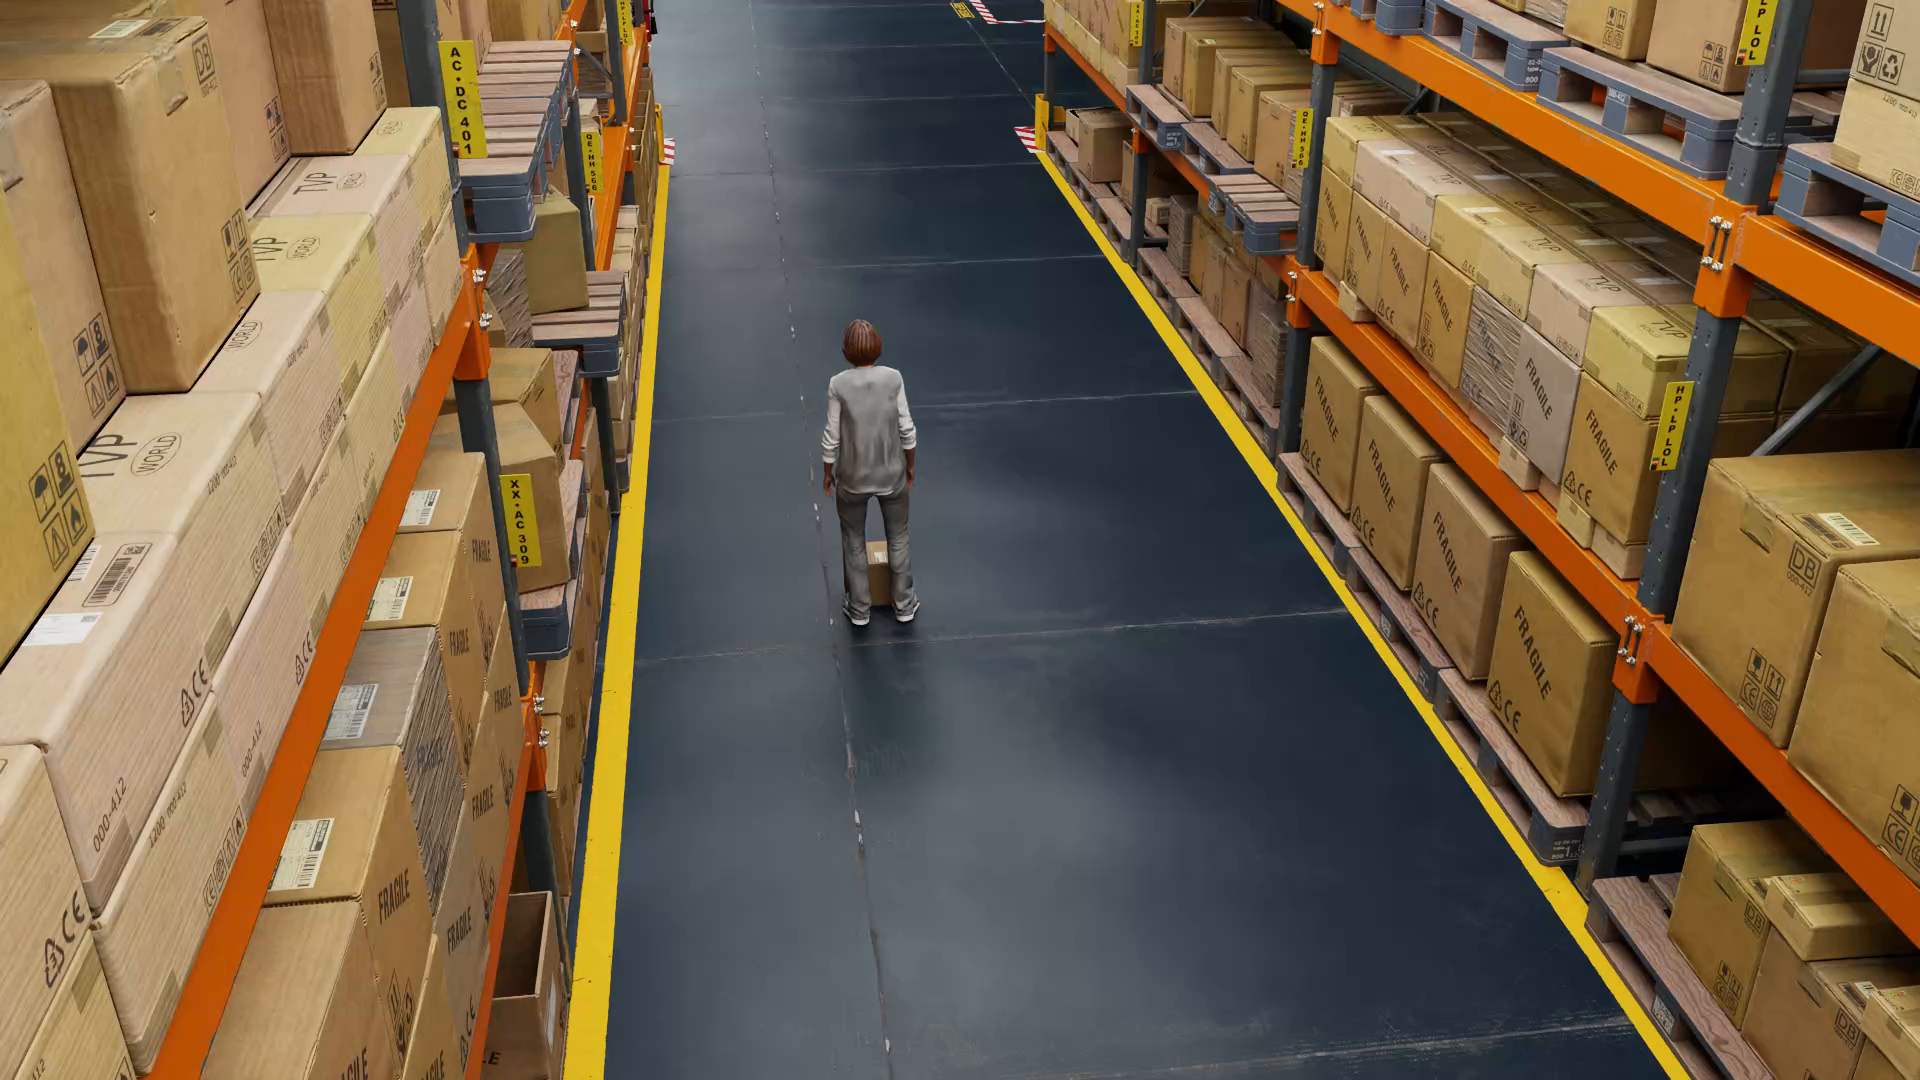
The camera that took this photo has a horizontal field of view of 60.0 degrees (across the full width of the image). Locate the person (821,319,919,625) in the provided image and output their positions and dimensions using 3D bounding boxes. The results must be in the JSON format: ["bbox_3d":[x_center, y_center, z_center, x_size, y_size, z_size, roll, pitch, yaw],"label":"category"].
[{"bbox_3d":[-0.439,-0.309,8.223,0.483,1.594,0.340,-5,28,-9],"label":"person"}]
